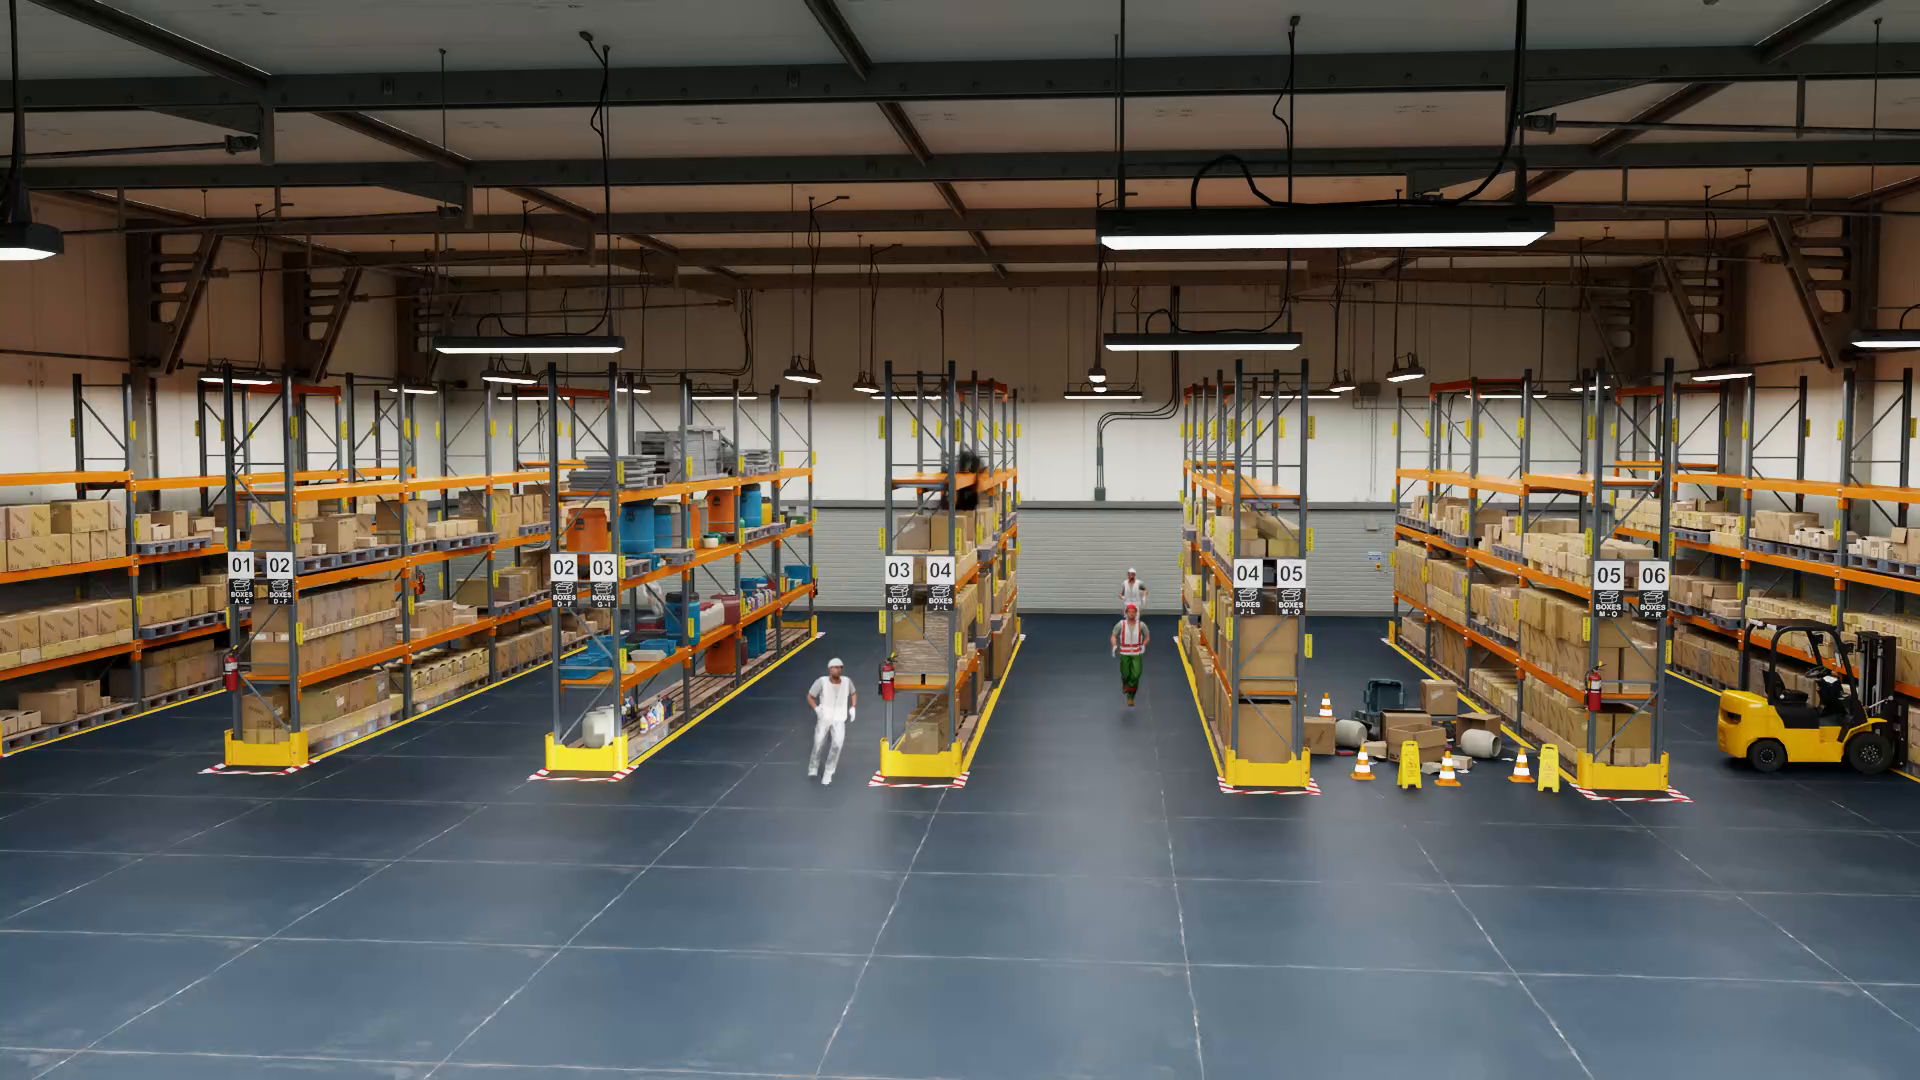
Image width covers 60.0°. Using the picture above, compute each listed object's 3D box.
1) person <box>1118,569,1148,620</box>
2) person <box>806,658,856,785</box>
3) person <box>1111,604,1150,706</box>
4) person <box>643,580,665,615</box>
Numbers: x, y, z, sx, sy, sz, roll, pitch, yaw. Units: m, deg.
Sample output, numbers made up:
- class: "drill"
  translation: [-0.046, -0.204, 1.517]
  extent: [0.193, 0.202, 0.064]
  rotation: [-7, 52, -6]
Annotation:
- class: "person"
  translation: [4.035, 1.554, 38.863]
  extent: [0.669, 1.789, 0.988]
  rotation: [1, 4, 16]
- class: "person"
  translation: [-1.819, 2.583, 23.708]
  extent: [0.744, 1.804, 0.662]
  rotation: [-1, 4, -12]
- class: "person"
  translation: [2.956, 1.978, 28.702]
  extent: [0.671, 1.743, 0.542]
  rotation: [0, 4, 2]
- class: "person"
  translation: [-7.538, 1.538, 41.080]
  extent: [0.571, 1.524, 0.472]
  rotation: [-3, 5, -40]
